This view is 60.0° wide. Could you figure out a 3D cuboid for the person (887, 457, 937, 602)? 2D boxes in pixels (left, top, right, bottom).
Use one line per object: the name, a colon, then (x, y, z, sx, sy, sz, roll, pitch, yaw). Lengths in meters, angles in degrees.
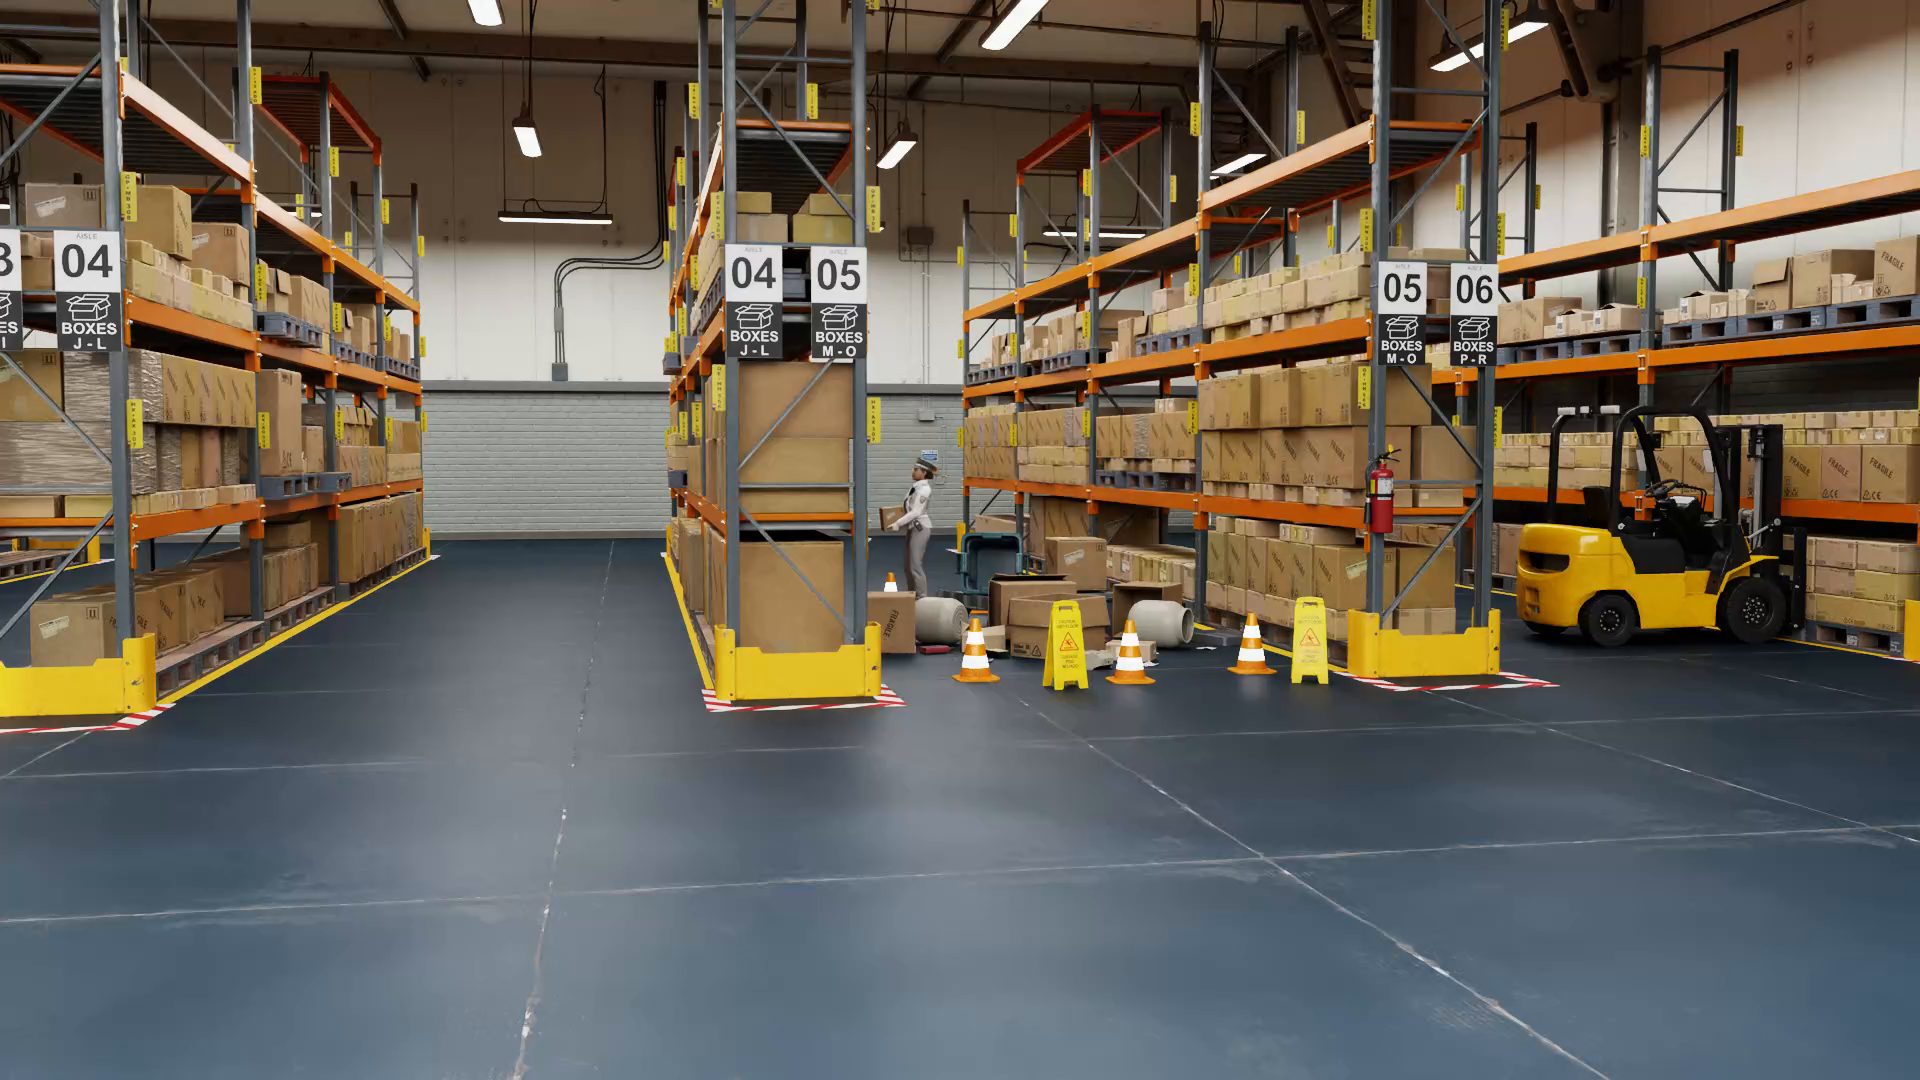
person: (-0.538, -0.075, 18.276, 0.563, 1.687, 0.460, -1, 3, -11)
